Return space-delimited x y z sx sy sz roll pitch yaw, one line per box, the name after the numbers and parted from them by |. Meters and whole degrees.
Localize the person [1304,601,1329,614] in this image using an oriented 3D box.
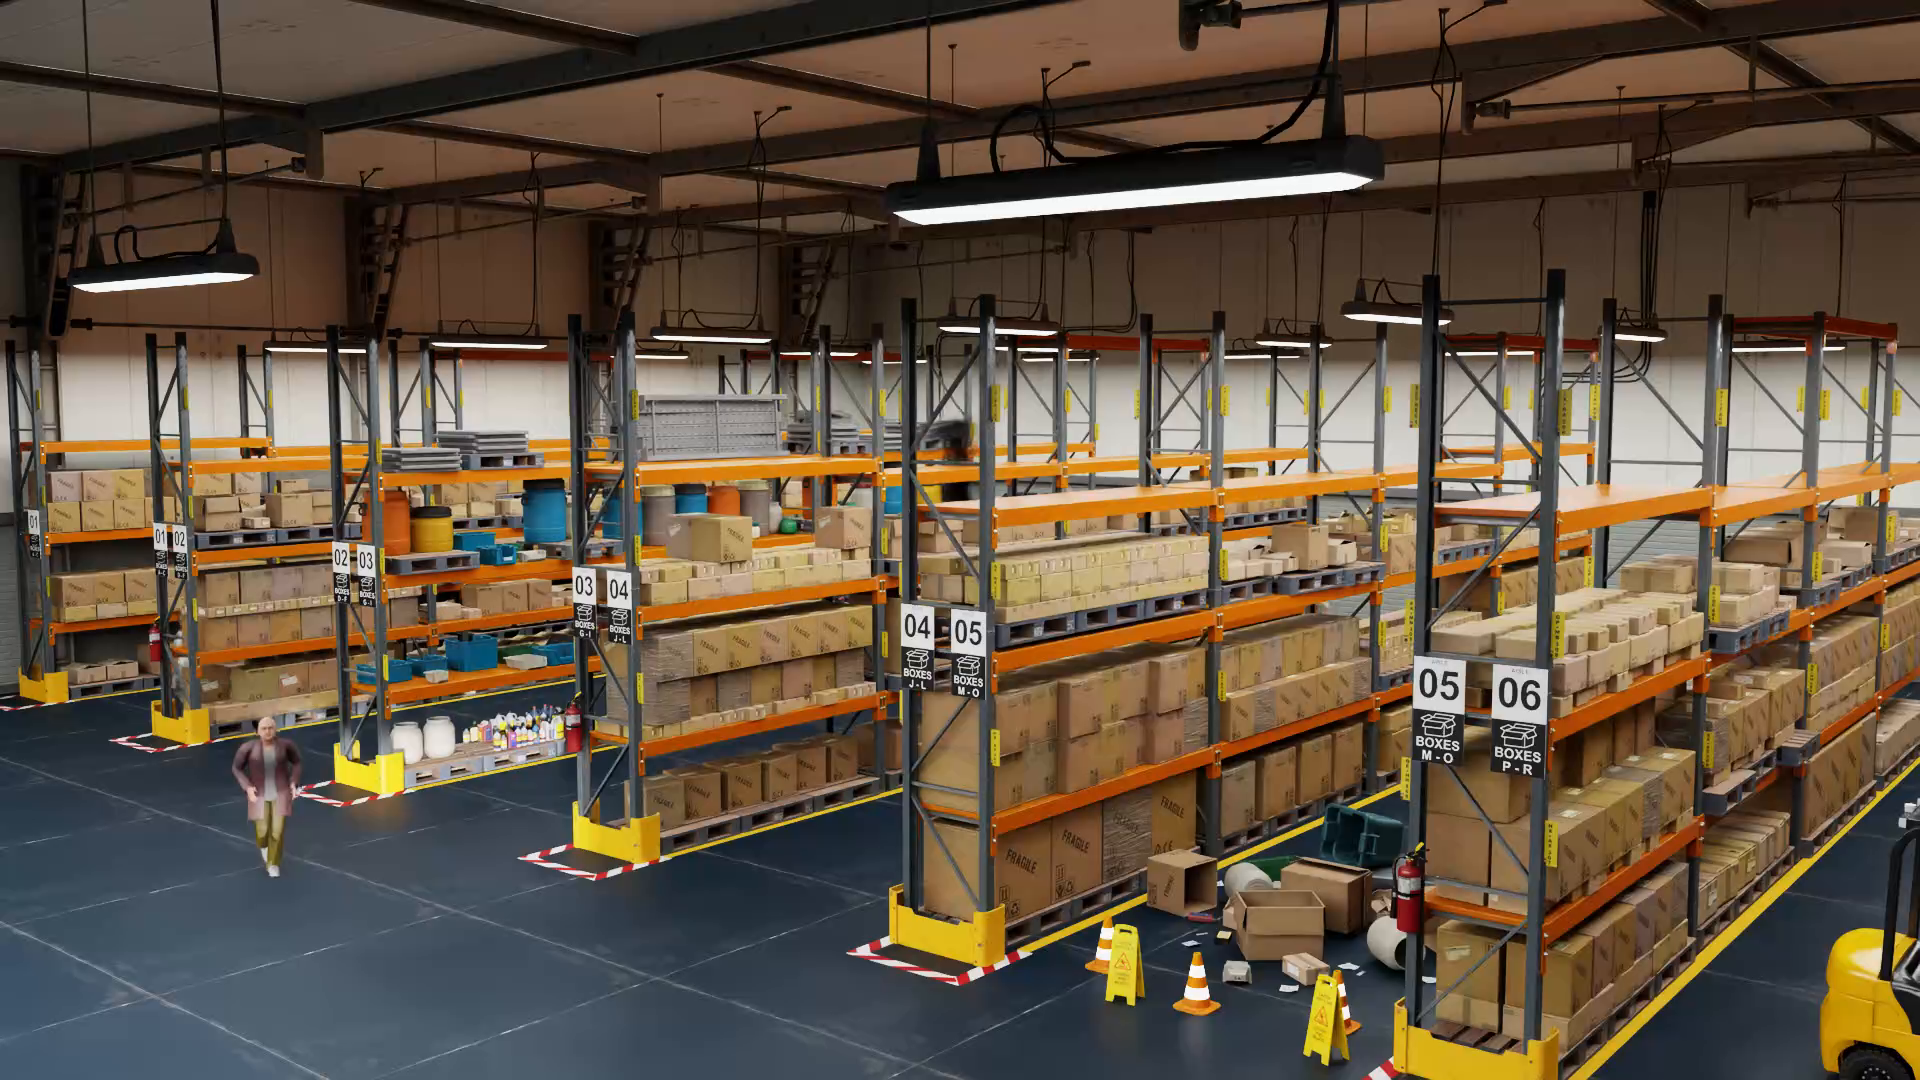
6.971 1.459 32.695 0.525 1.527 0.661 0 5 -4 | person

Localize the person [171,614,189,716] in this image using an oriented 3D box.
-12.238 1.977 26.304 0.611 1.663 0.730 2 5 17 | person

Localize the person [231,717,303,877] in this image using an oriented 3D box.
-7.395 2.719 17.775 0.713 1.710 0.628 -2 6 -24 | person
